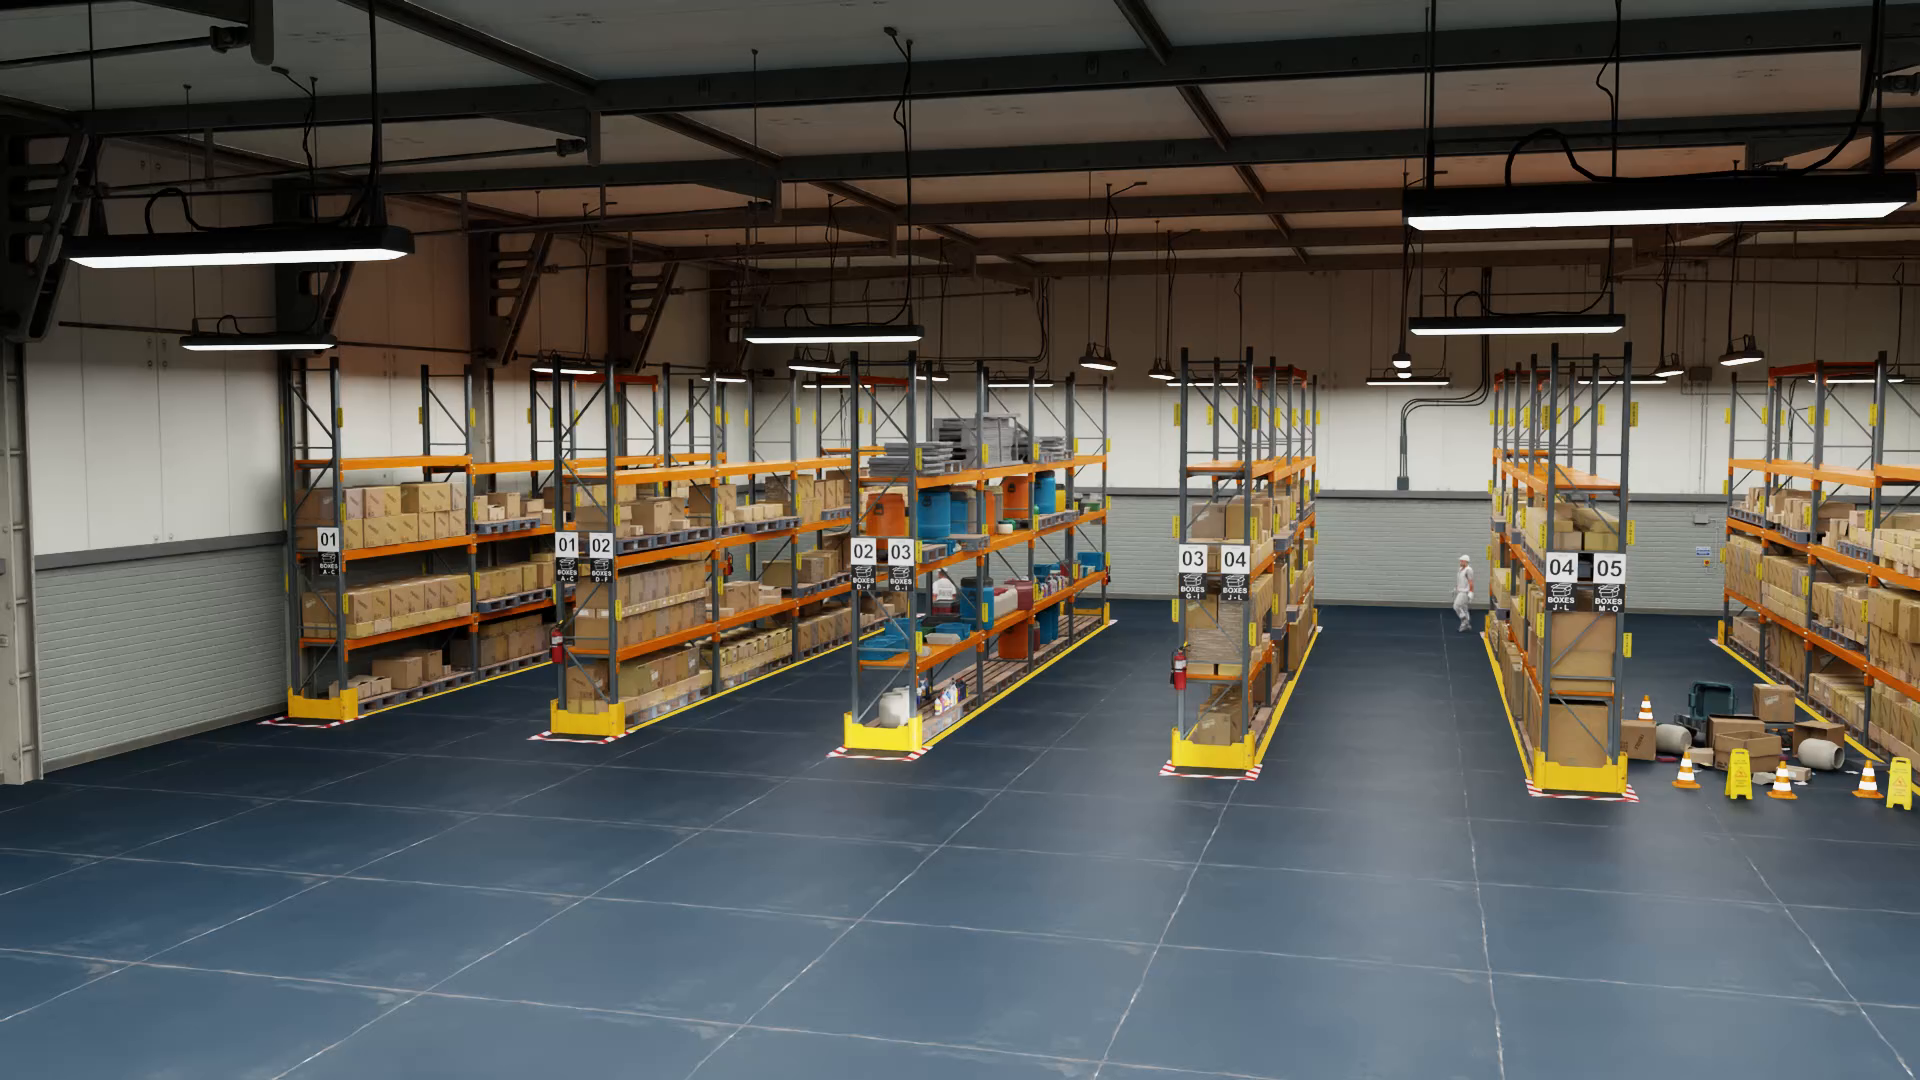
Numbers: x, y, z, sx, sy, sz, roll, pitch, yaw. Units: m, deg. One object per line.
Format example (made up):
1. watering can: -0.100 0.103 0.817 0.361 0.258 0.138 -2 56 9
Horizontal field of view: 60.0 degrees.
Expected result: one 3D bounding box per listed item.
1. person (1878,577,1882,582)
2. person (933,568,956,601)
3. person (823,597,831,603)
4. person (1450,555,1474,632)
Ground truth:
1. person: 21.547 1.247 39.315 0.961 1.736 0.567 0 4 1
2. person: -0.347 1.480 35.968 0.597 1.748 0.526 -2 5 -27
3. person: -3.362 1.083 42.006 0.544 1.662 0.691 4 6 43
4. person: 11.746 1.243 38.912 0.461 1.797 0.575 0 4 2
